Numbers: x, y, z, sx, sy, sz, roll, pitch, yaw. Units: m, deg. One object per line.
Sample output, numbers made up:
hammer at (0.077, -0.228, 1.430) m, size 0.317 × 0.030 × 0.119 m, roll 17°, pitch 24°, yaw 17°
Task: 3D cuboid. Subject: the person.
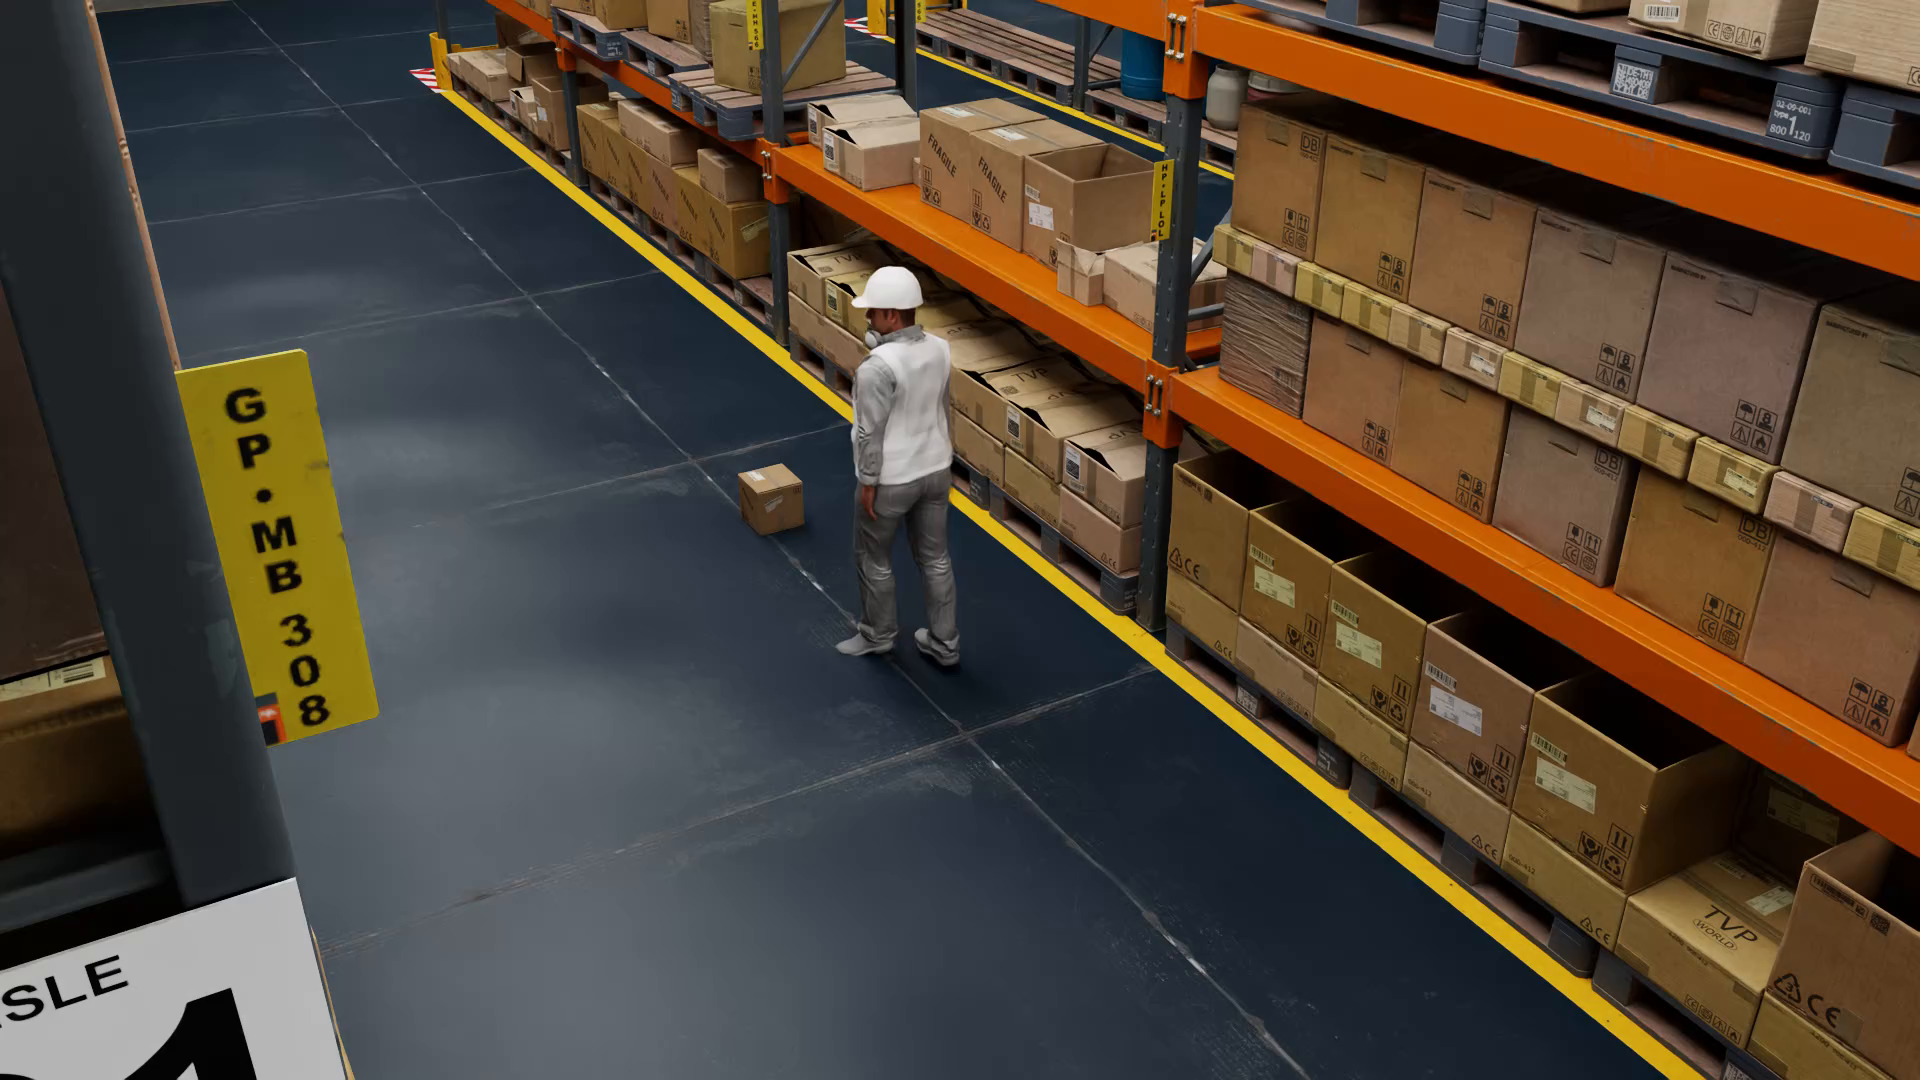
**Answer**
person at (-0.208, -0.259, 7.105) m, size 0.557 × 1.824 × 0.572 m, roll -23°, pitch 36°, yaw -35°
